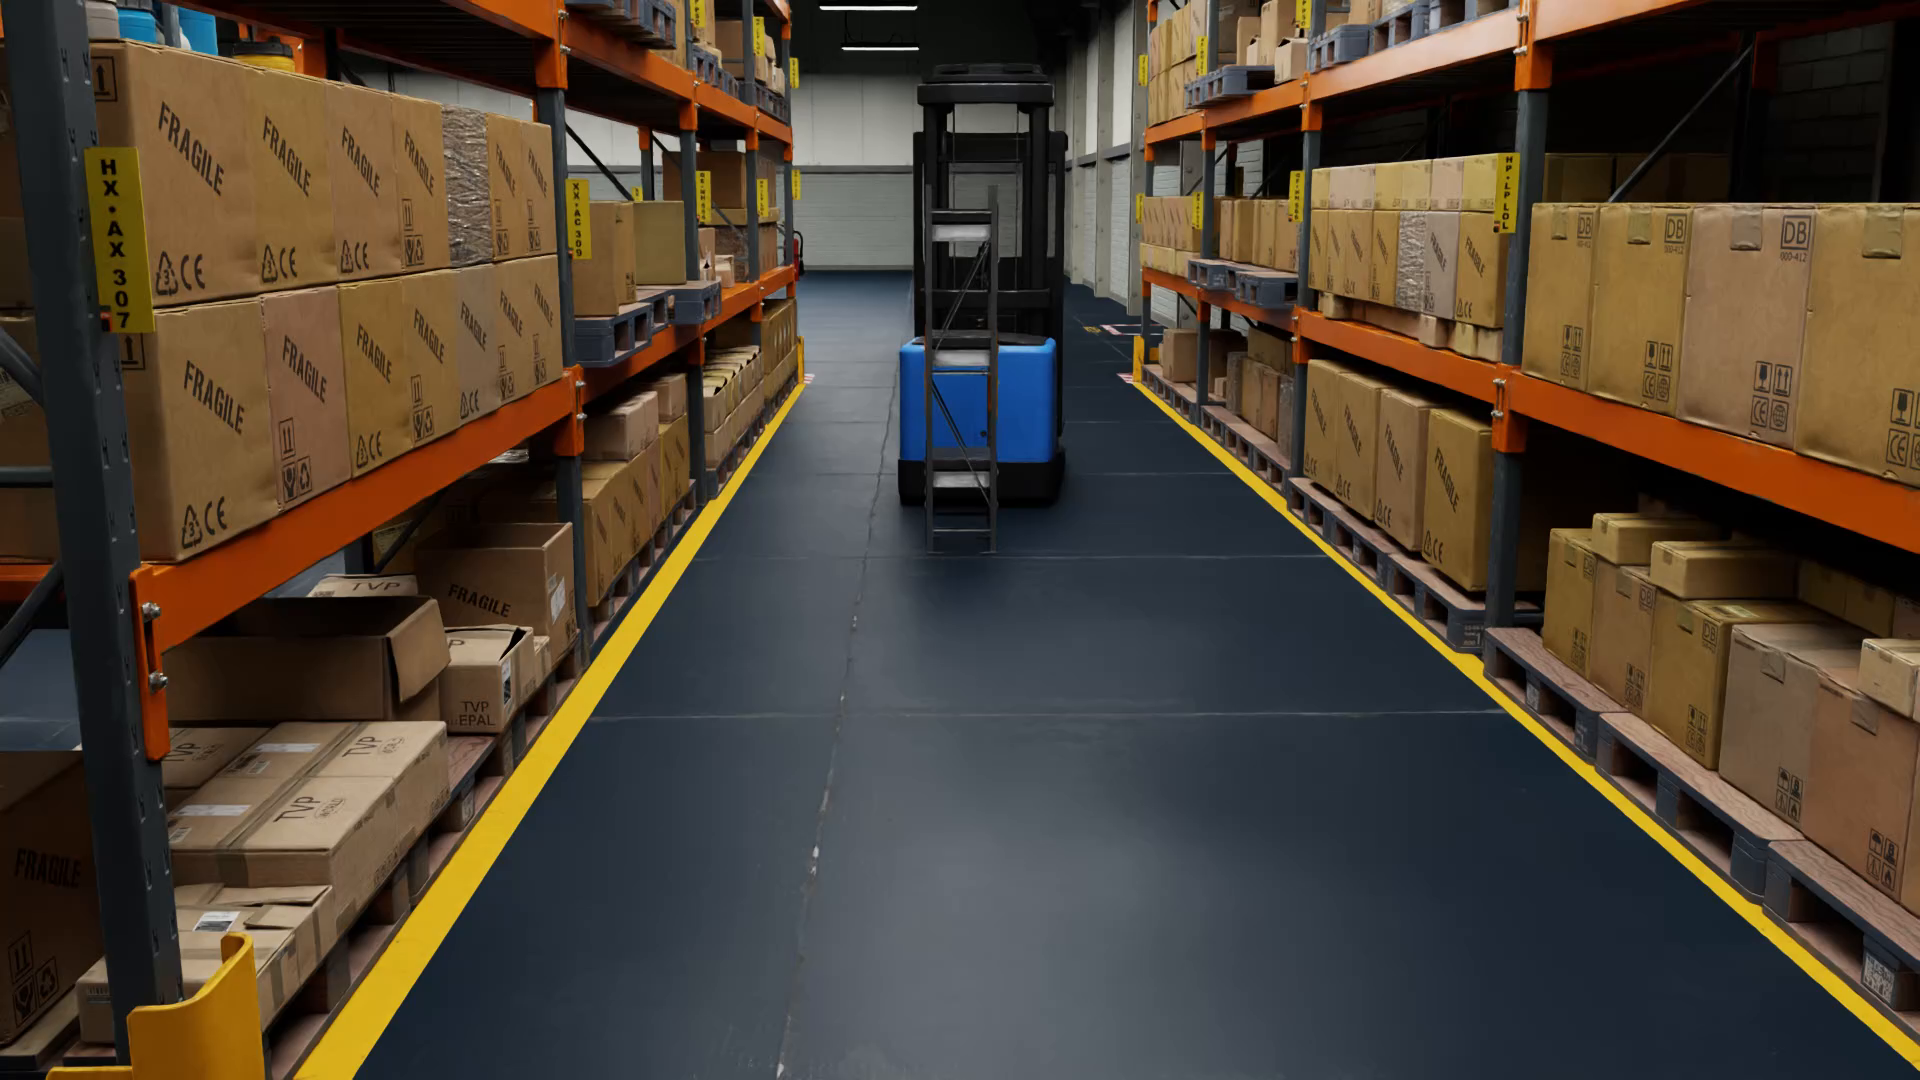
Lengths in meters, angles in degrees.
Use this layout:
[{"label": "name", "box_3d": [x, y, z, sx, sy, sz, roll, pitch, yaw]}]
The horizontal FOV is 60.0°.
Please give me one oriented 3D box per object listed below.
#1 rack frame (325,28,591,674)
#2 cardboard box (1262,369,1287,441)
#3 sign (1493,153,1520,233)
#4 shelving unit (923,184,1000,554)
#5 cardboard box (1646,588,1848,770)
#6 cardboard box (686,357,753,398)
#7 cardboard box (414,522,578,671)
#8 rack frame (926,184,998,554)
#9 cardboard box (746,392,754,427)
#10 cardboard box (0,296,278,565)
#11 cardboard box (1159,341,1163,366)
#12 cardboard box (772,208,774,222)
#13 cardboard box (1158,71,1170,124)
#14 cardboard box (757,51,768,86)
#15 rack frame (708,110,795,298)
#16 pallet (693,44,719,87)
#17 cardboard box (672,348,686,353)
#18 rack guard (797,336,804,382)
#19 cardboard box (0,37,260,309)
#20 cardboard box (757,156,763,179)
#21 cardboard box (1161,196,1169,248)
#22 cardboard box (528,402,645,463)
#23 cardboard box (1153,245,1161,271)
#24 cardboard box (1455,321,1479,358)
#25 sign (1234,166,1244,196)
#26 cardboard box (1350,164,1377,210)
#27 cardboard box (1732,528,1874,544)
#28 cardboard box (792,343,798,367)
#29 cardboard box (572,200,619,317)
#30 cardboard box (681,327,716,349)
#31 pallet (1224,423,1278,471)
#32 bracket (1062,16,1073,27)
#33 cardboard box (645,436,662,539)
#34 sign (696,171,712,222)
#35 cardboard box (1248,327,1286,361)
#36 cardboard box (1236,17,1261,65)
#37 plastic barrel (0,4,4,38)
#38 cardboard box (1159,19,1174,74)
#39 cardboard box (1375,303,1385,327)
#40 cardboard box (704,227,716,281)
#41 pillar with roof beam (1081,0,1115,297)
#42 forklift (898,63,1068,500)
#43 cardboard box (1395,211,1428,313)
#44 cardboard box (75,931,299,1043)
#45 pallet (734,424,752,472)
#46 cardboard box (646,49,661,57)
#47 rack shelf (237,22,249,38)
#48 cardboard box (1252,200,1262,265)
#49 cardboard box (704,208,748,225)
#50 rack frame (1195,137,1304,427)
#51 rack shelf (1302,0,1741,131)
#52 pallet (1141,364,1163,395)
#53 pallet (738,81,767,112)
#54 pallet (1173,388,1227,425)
[{"label": "rack frame", "box_3d": [-2.127, -0.902, 6.959, 1.000, 3.000, 0.127, 0, 11, -1]}, {"label": "cardboard box", "box_3d": [2.743, -1.053, 12.885, 0.700, 0.500, 0.500, 0, 11, -1]}, {"label": "sign", "box_3d": [2.283, -1.447, 6.936, 0.100, 0.325, 0.005, 0, 11, -1]}, {"label": "shelving unit", "box_3d": [0.003, -0.996, 9.688, 0.431, 2.100, 0.503, 0, 11, -1]}, {"label": "cardboard box", "box_3d": [2.754, 0.447, 5.540, 0.700, 0.500, 0.500, 0, 11, 0]}, {"label": "cardboard box", "box_3d": [-1.972, -1.343, 13.584, 0.500, 0.311, 0.500, 0, 11, -1]}, {"label": "cardboard box", "box_3d": [-1.832, 0.220, 6.612, 0.500, 0.500, 0.500, 0, 11, -1]}, {"label": "rack frame", "box_3d": [0.008, -0.948, 9.449, 0.400, 2.100, 0.015, 0, 11, -1]}, {"label": "cardboard box", "box_3d": [-1.974, -1.067, 13.632, 0.500, 0.250, 0.500, 0, 11, 0]}, {"label": "cardboard box", "box_3d": [-1.790, -0.245, 3.470, 0.500, 0.500, 0.500, 0, 11, 0]}, {"label": "cardboard box", "box_3d": [2.502, -2.068, 18.365, 0.500, 0.311, 0.500, -2, 12, -8]}, {"label": "cardboard box", "box_3d": [-2.161, -3.426, 17.519, 0.380, 0.149, 0.250, 0, 11, 0]}, {"label": "cardboard box", "box_3d": [2.325, -4.559, 17.143, 0.500, 0.500, 0.500, 0, 11, 1]}, {"label": "cardboard box", "box_3d": [-2.050, -4.401, 15.481, 0.500, 0.311, 0.500, -1, 12, -4]}, {"label": "rack frame", "box_3d": [-2.375, -3.287, 18.717, 1.000, 3.000, 0.127, 0, 11, -1]}, {"label": "pallet", "box_3d": [-2.313, -3.209, 11.262, 1.213, 0.211, 1.003, 0, 11, 1]}, {"label": "cardboard box", "box_3d": [-2.533, -1.542, 14.564, 0.500, 0.311, 0.500, 0, 11, -1]}, {"label": "rack guard", "box_3d": [-2.376, -2.067, 18.989, 1.175, 0.500, 0.348, 0, 11, -1]}, {"label": "cardboard box", "box_3d": [-1.790, -0.735, 3.371, 0.500, 0.500, 0.500, 0, 11, 1]}, {"label": "cardboard box", "box_3d": [-2.339, -3.564, 16.569, 0.700, 0.500, 0.500, 0, 11, -1]}, {"label": "cardboard box", "box_3d": [2.314, -3.212, 16.789, 0.500, 0.500, 0.500, 0, 11, 1]}, {"label": "cardboard box", "box_3d": [-1.914, -0.556, 8.548, 0.500, 0.250, 0.500, 0, 11, -1]}, {"label": "cardboard box", "box_3d": [2.300, -2.942, 17.342, 0.500, 0.250, 0.500, 0, 11, -2]}, {"label": "cardboard box", "box_3d": [2.507, -0.926, 7.659, 0.380, 0.149, 0.250, 0, 11, 0]}, {"label": "sign", "box_3d": [3.133, -4.029, 18.666, 0.100, 0.325, 0.005, 0, 11, -1]}, {"label": "cardboard box", "box_3d": [2.521, -1.993, 9.400, 0.500, 0.250, 0.500, 0, 11, -1]}, {"label": "cardboard box", "box_3d": [2.953, 0.055, 5.842, 0.380, 0.149, 0.250, -1, 11, -3]}, {"label": "cardboard box", "box_3d": [-2.069, -2.040, 18.429, 0.500, 0.250, 0.500, 0, 11, -1]}, {"label": "cardboard box", "box_3d": [-1.913, -1.252, 7.376, 0.700, 0.500, 0.500, -4, 12, -20]}, {"label": "cardboard box", "box_3d": [-2.519, -1.908, 15.895, 0.500, 0.500, 0.500, 0, 11, -1]}, {"label": "pallet", "box_3d": [2.706, -0.749, 13.218, 1.003, 0.211, 1.213, 0, 11, -1]}, {"label": "bracket", "box_3d": [2.615, -12.564, 40.300, 0.235, 0.232, 0.430, 0, 11, -1]}, {"label": "cardboard box", "box_3d": [-1.928, -0.295, 9.151, 0.500, 0.500, 0.500, -1, 11, -3]}, {"label": "sign", "box_3d": [-1.667, -2.230, 10.792, 0.100, 0.325, 0.005, 0, 11, -1]}, {"label": "cardboard box", "box_3d": [2.705, -1.637, 13.880, 0.500, 0.250, 0.500, 0, 11, -2]}, {"label": "cardboard box", "box_3d": [2.592, -4.129, 14.015, 0.500, 0.500, 0.500, 1, 12, 7]}, {"label": "plastic barrel", "box_3d": [-6.976, -3.652, 11.891, 0.600, 0.830, 0.708, 0, 11, -1]}, {"label": "cardboard box", "box_3d": [2.324, -5.048, 17.035, 0.500, 0.500, 0.500, 0, 11, 0]}, {"label": "cardboard box", "box_3d": [2.573, -1.283, 9.418, 0.380, 0.149, 0.250, 0, 11, 0]}, {"label": "cardboard box", "box_3d": [-2.282, -2.284, 13.519, 0.500, 0.500, 0.500, 1, 11, 3]}, {"label": "pillar with roof beam", "box_3d": [-1.219, -9.673, 35.106, 9.100, 9.000, 0.548, 0, 11, -1]}, {"label": "forklift", "box_3d": [0.232, -1.952, 12.311, 1.130, 2.935, 3.031, 1, 12, 5]}, {"label": "cardboard box", "box_3d": [2.542, -1.419, 8.461, 0.500, 0.500, 0.500, 0, 11, -1]}, {"label": "cardboard box", "box_3d": [-1.709, 0.990, 3.697, 0.380, 0.149, 0.250, 0, 11, -1]}, {"label": "pallet", "box_3d": [-2.210, -0.736, 13.156, 1.003, 0.211, 1.213, 0, 11, -1]}, {"label": "cardboard box", "box_3d": [-2.146, -2.925, 9.134, 0.910, 0.500, 0.500, 0, 11, -1]}, {"label": "rack shelf", "box_3d": [-7.286, -5.261, 16.176, 1.077, 0.370, 4.000, 0, 11, -1]}, {"label": "cardboard box", "box_3d": [2.686, -2.434, 13.157, 0.700, 0.500, 0.500, 1, 12, 7]}, {"label": "cardboard box", "box_3d": [-2.104, -2.913, 14.991, 0.380, 0.149, 0.250, 0, 11, -1]}, {"label": "rack frame", "box_3d": [2.660, -2.513, 14.902, 1.000, 3.000, 0.127, 0, 11, -1]}, {"label": "rack shelf", "box_3d": [2.784, -2.438, 8.796, 1.077, 0.370, 4.000, 0, 11, -1]}, {"label": "pallet", "box_3d": [2.561, -1.765, 18.227, 1.003, 0.211, 1.213, 0, 11, -1]}, {"label": "pallet", "box_3d": [-2.336, -4.088, 15.344, 1.003, 0.211, 1.213, 0, 11, -1]}, {"label": "pallet", "box_3d": [2.611, -1.280, 15.837, 1.003, 0.211, 1.213, 0, 11, -1]}]
